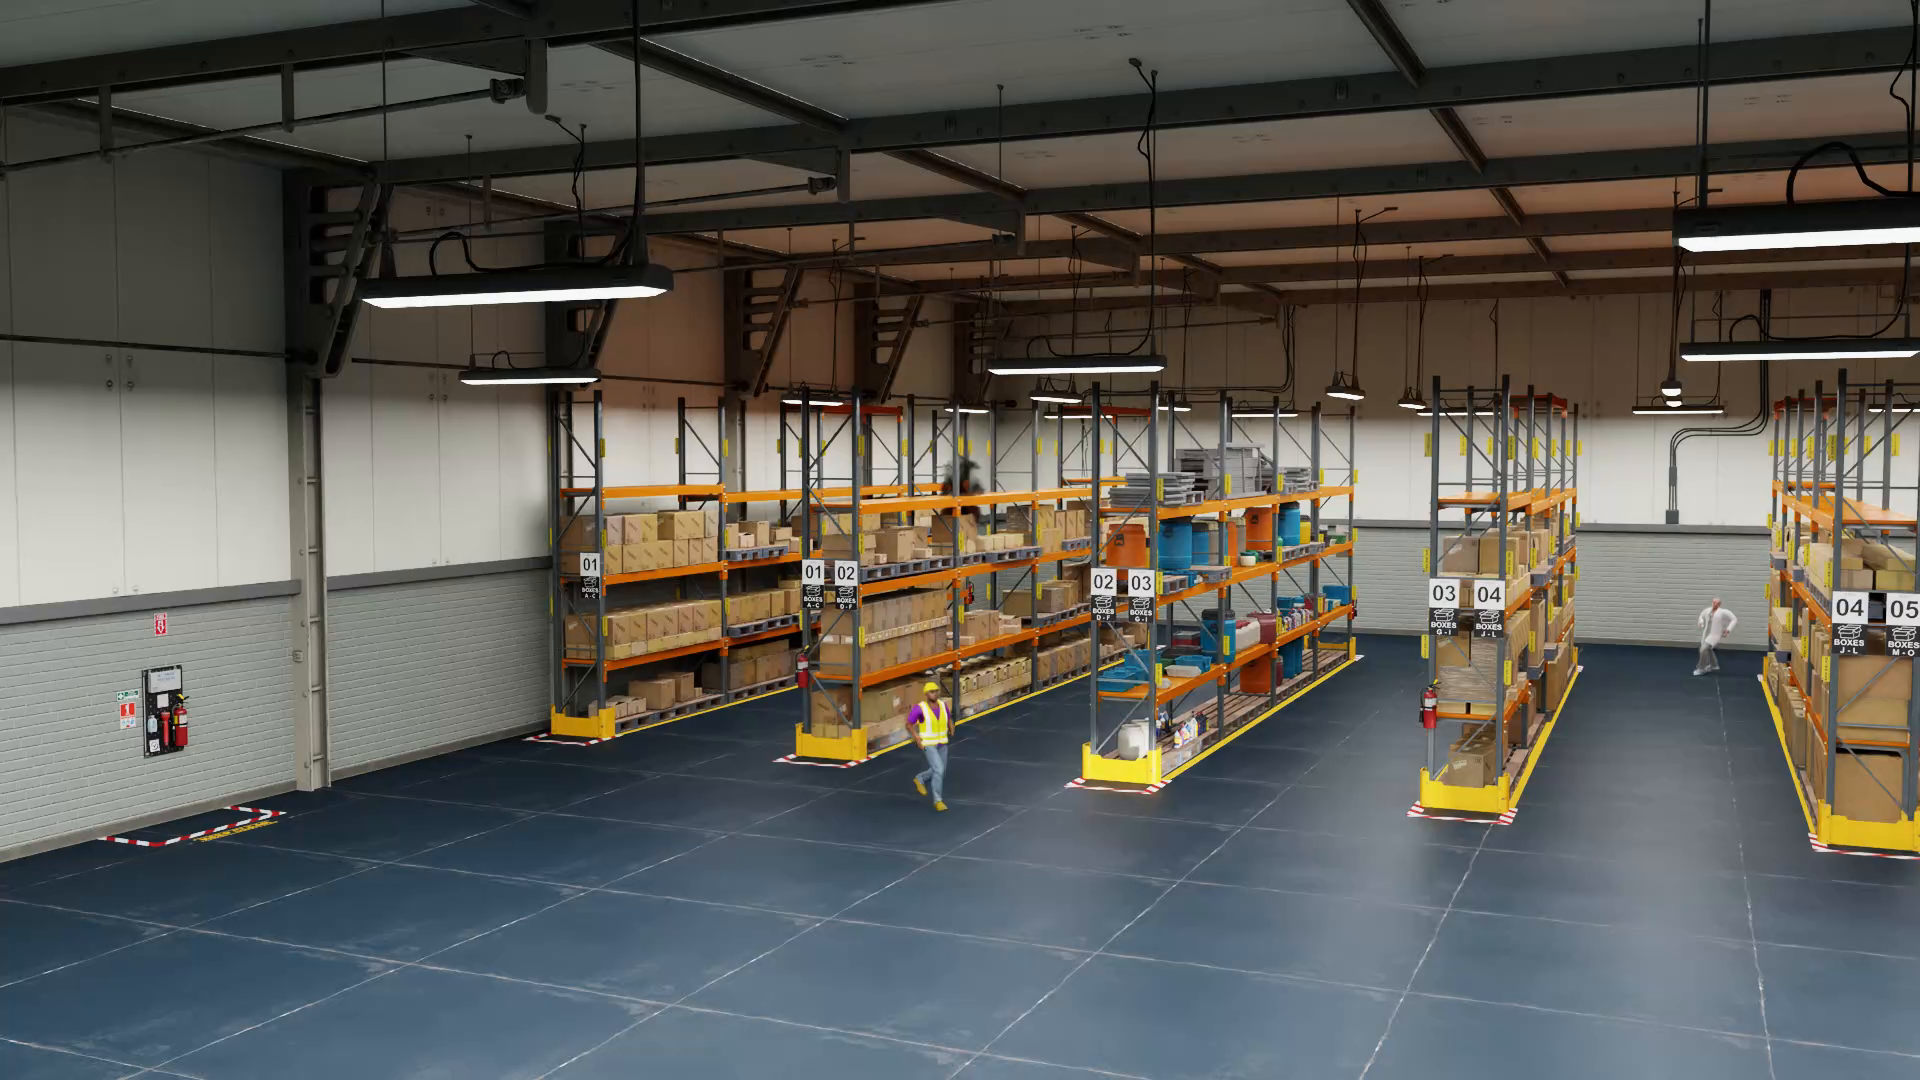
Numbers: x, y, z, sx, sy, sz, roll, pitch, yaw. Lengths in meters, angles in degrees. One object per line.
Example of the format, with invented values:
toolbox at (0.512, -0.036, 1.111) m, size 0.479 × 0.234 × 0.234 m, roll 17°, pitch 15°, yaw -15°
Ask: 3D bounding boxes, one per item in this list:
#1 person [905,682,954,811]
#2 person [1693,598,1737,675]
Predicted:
person at (-0.392, 2.855, 23.228) m, size 0.691 × 1.757 × 0.779 m, roll -2°, pitch 4°, yaw -35°
person at (16.653, 2.138, 36.720) m, size 0.780 × 1.760 × 0.835 m, roll -1°, pitch 3°, yaw -24°
